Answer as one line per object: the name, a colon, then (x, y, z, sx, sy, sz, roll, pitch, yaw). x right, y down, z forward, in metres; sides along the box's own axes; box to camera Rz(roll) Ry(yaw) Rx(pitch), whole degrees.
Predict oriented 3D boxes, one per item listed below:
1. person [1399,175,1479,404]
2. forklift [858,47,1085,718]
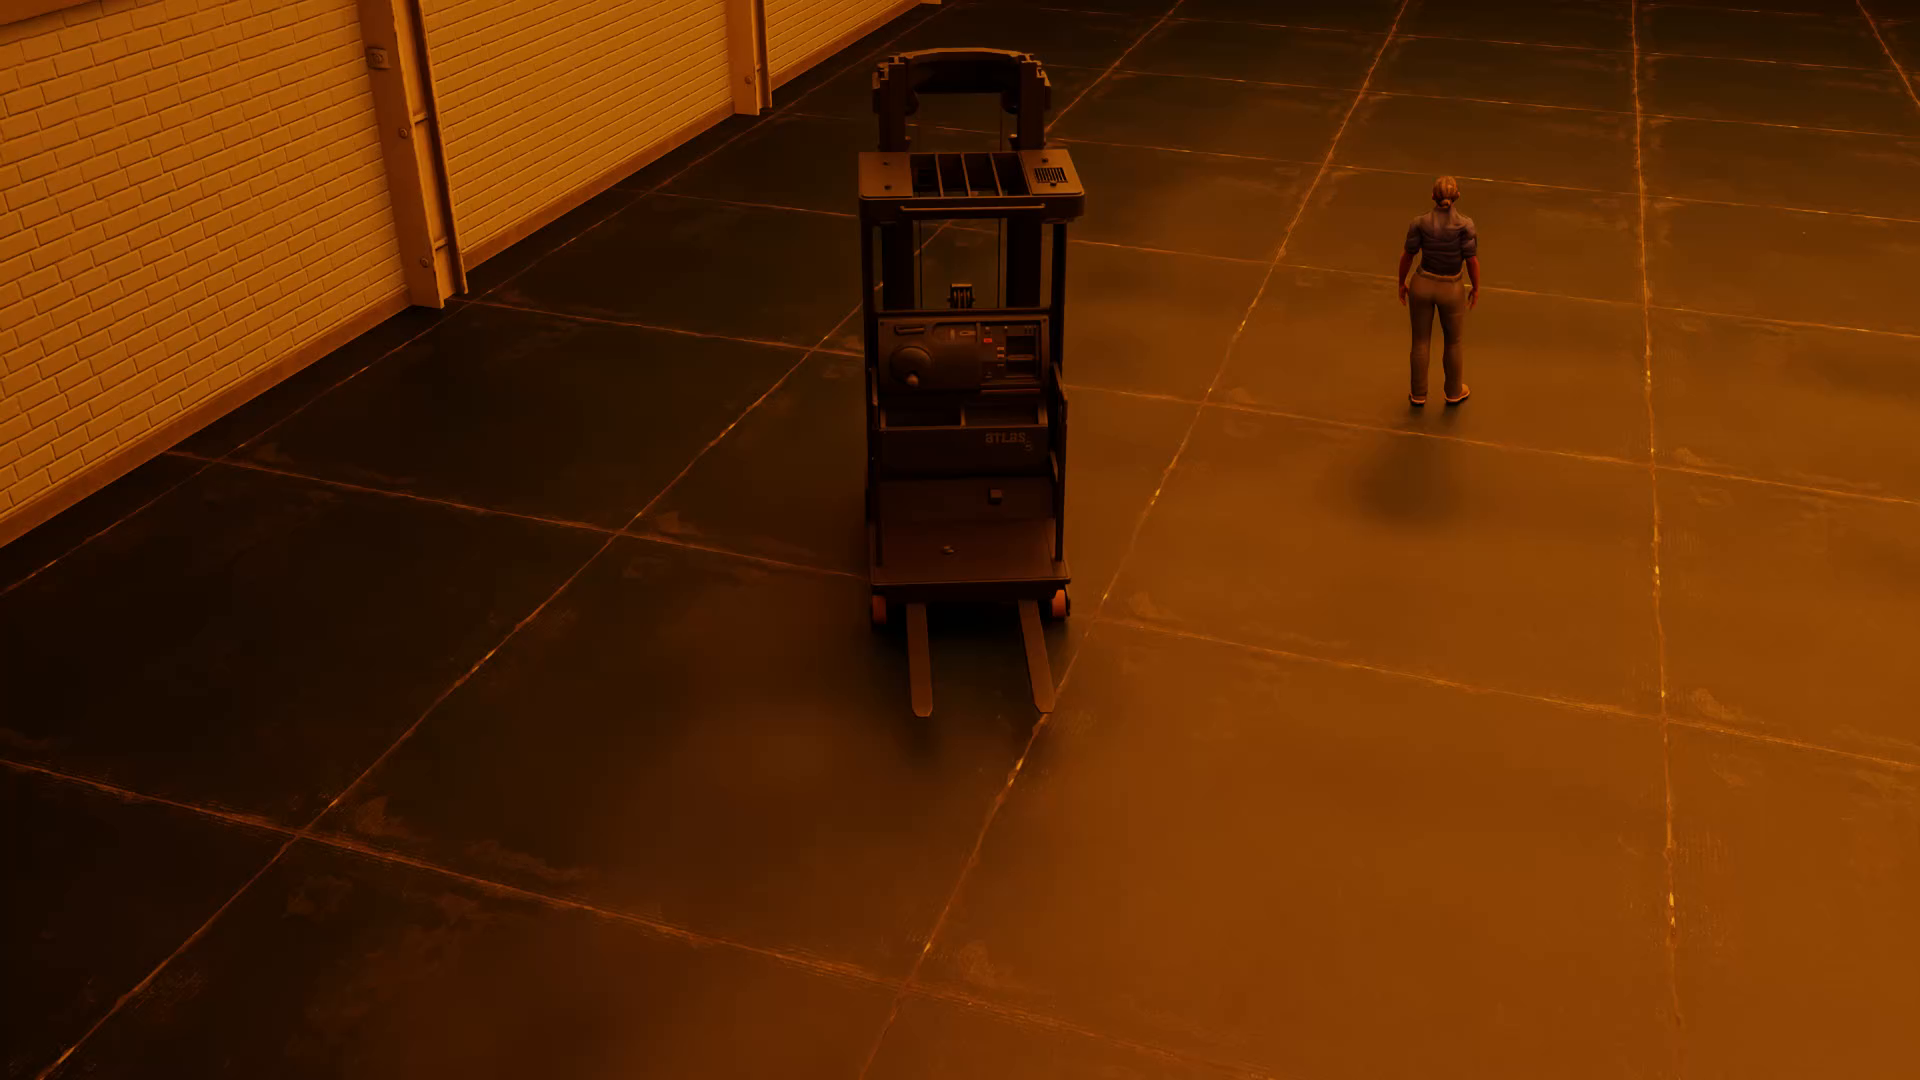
person: (3.310, -1.724, 11.447, 0.570, 1.643, 0.504, 12, 32, 20)
forklift: (0.035, -0.972, 8.842, 1.130, 2.935, 3.031, -2, 30, -3)
